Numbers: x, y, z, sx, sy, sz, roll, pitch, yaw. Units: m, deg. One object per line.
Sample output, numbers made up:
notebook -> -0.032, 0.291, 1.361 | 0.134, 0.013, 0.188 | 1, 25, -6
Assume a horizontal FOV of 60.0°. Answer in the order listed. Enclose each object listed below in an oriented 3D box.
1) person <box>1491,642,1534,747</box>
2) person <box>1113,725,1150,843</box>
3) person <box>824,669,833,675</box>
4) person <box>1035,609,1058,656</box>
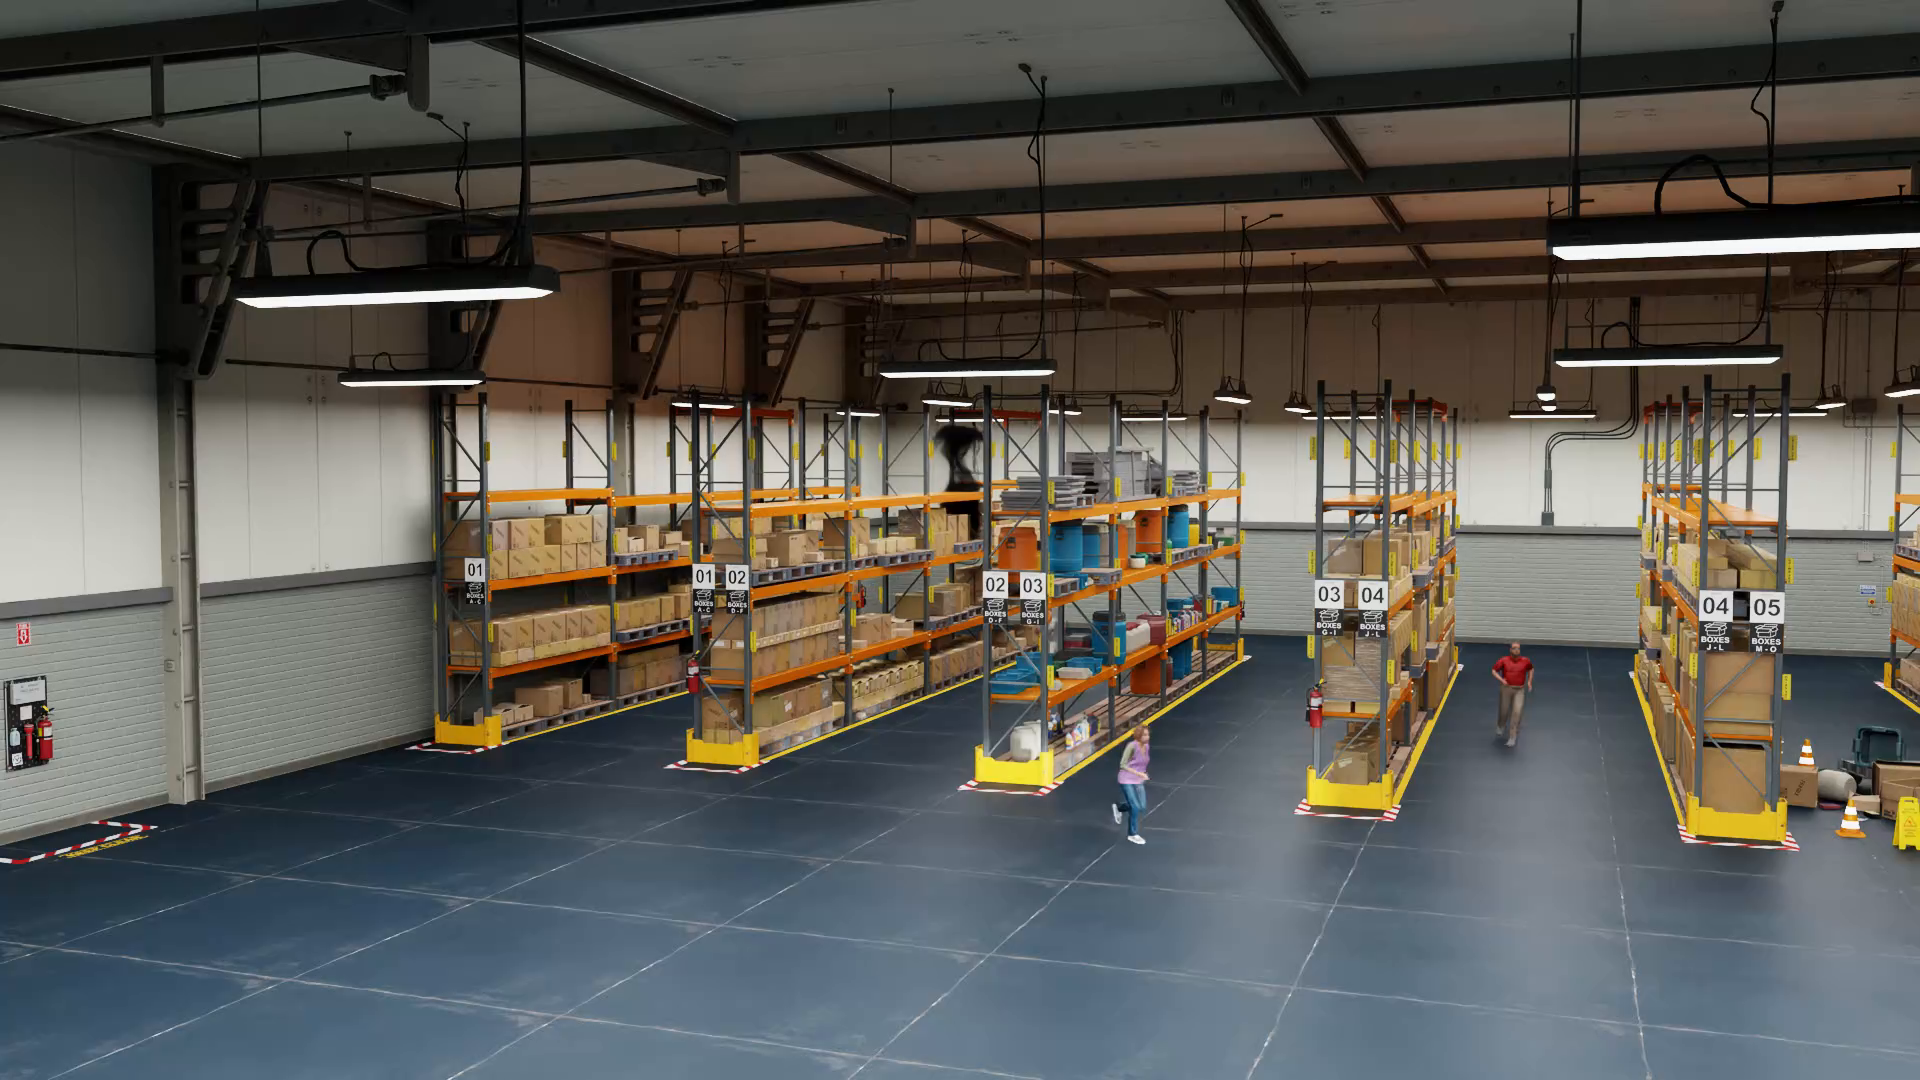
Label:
person -> 9.480, 2.619, 28.516 | 0.702, 1.732, 0.994 | 1, 3, 14
person -> 2.197, 3.113, 21.309 | 0.506, 1.539, 0.689 | -2, 4, -37
person -> -2.757, 2.398, 34.509 | 0.526, 1.524, 0.747 | 1, 3, 25
person -> 1.928, 2.270, 35.994 | 0.561, 1.648, 0.912 | 1, 3, 12
